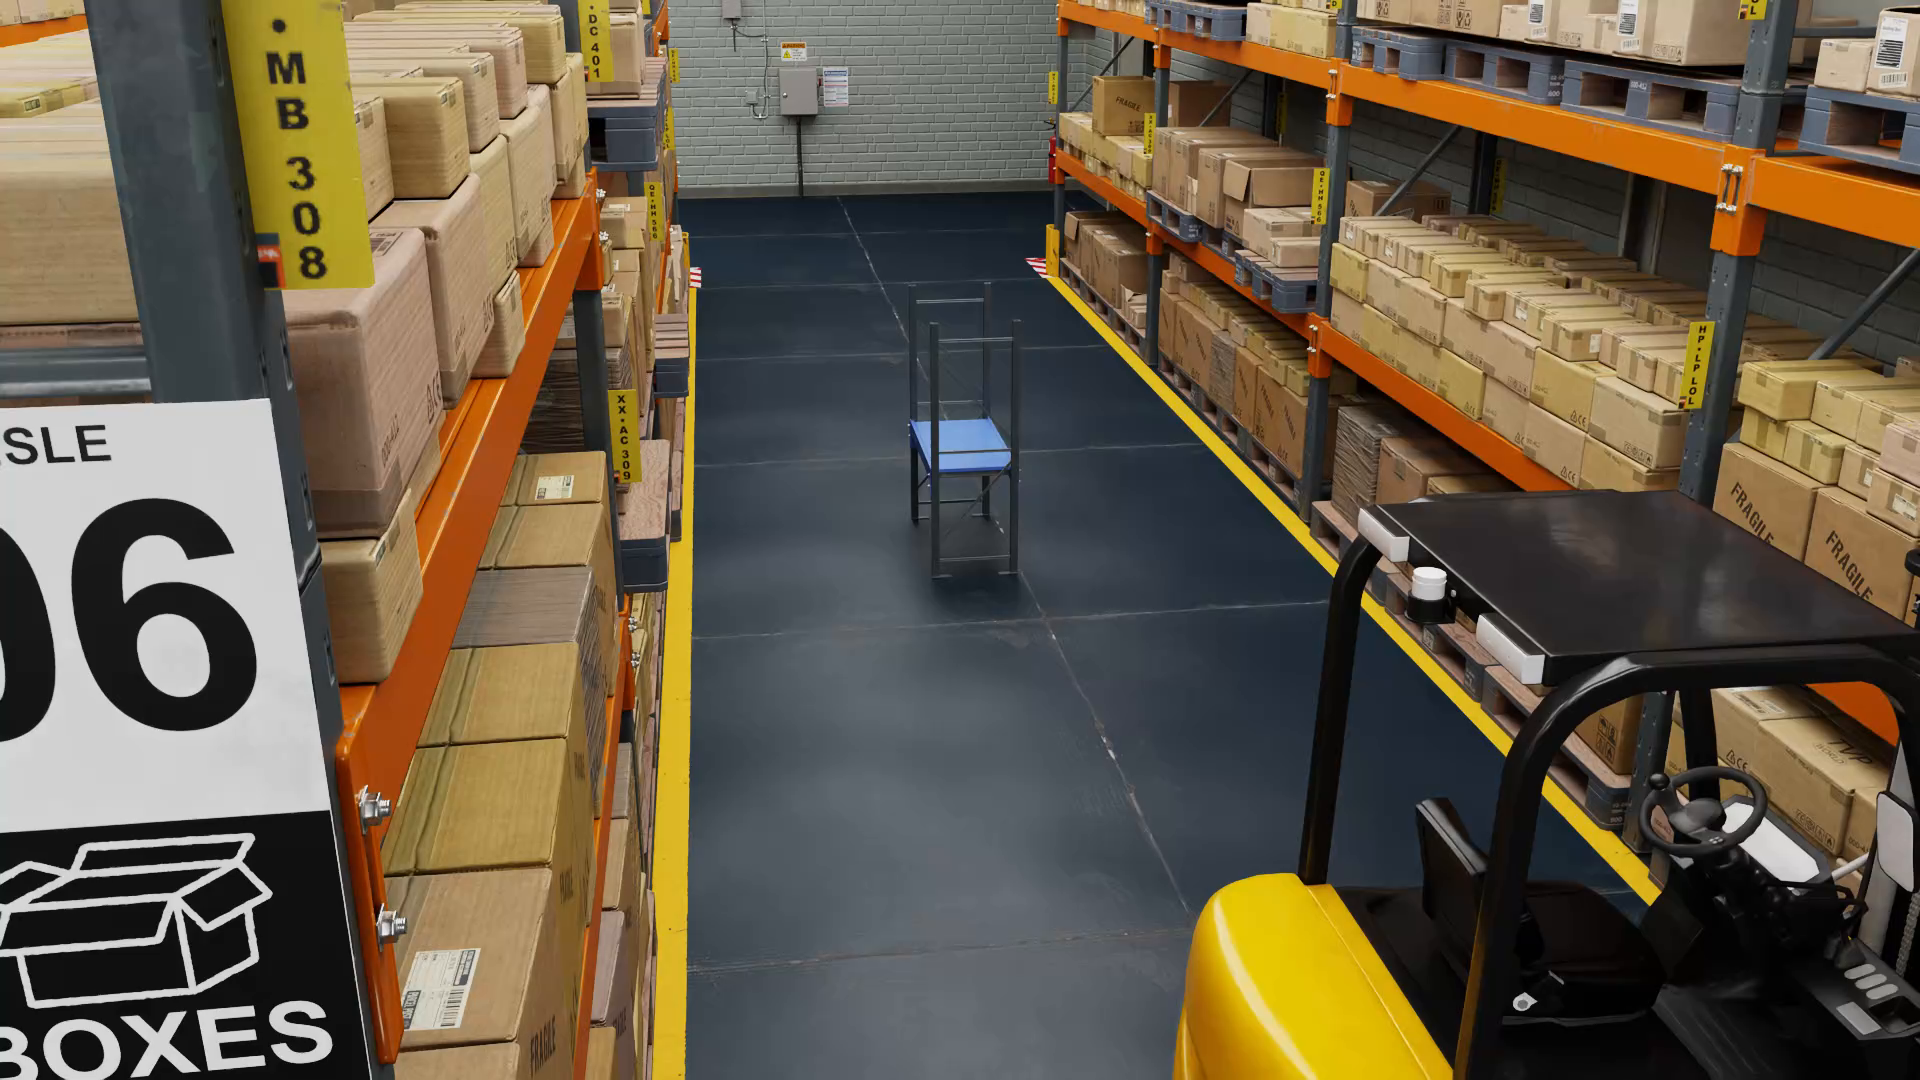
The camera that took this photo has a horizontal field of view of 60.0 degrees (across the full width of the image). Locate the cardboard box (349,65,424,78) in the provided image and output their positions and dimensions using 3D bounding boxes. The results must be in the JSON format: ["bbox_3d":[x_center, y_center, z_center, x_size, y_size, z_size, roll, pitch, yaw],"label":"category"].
[{"bbox_3d":[-1.065,-0.671,2.657,0.380,0.149,0.250,-3,21,-8],"label":"cardboard box"}]

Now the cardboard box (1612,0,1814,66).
[{"bbox_3d":[2.894,-2.010,6.409,0.500,0.311,0.500,-4,21,-9],"label":"cardboard box"}]

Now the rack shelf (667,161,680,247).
[{"bbox_3d":[-3.114,-3.039,15.093,1.077,0.370,4.000,-3,21,-8],"label":"rack shelf"}]

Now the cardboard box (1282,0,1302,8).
[{"bbox_3d":[2.264,-3.449,10.521,0.380,0.149,0.250,-3,21,-8],"label":"cardboard box"}]

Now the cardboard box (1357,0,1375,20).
[{"bbox_3d":[2.412,-2.953,9.140,0.380,0.166,0.250,-3,21,-8],"label":"cardboard box"}]

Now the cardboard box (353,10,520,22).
[{"bbox_3d":[-1.348,-1.295,4.328,0.380,0.149,0.250,-2,21,-6],"label":"cardboard box"}]

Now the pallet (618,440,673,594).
[{"bbox_3d":[-1.638,-0.095,6.459,1.003,0.211,1.213,-3,21,-8],"label":"pallet"}]

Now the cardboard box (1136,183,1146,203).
[{"bbox_3d":[1.731,-3.004,14.331,0.380,0.149,0.250,-2,21,-6],"label":"cardboard box"}]

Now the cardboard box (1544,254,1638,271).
[{"bbox_3d":[3.219,-1.362,8.507,0.380,0.149,0.250,-3,21,-9],"label":"cardboard box"}]

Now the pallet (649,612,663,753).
[{"bbox_3d":[-1.965,0.700,8.040,1.003,0.211,1.213,-3,21,-8],"label":"pallet"}]

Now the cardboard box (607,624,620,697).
[{"bbox_3d":[-1.281,0.386,5.254,0.380,0.149,0.250,-2,21,-7],"label":"cardboard box"}]

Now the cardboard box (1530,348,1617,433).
[{"bbox_3d":[2.834,-0.664,7.206,0.500,0.250,0.500,-3,21,-9],"label":"cardboard box"}]

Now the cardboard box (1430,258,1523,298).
[{"bbox_3d":[2.613,-1.329,8.418,0.380,0.149,0.250,-2,21,-7],"label":"cardboard box"}]

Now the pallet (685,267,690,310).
[{"bbox_3d":[-3.209,-2.489,16.578,1.003,0.211,1.213,-3,21,-8],"label":"pallet"}]

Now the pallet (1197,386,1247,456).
[{"bbox_3d":[2.420,-0.925,12.393,1.003,0.211,1.213,-3,21,-8],"label":"pallet"}]

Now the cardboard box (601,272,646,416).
[{"bbox_3d":[-1.586,-0.818,6.952,0.500,0.500,0.500,-3,21,-8],"label":"cardboard box"}]

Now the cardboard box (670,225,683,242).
[{"bbox_3d":[-3.208,-2.841,16.598,0.875,0.438,0.875,-4,21,-10],"label":"cardboard box"}]

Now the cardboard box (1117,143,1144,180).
[{"bbox_3d":[1.684,-3.341,14.663,0.500,0.250,0.500,-3,21,-8],"label":"cardboard box"}]

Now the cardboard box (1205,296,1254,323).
[{"bbox_3d":[2.091,-1.764,12.697,0.380,0.149,0.250,-3,21,-8],"label":"cardboard box"}]

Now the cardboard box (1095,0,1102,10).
[{"bbox_3d":[1.450,-4.950,15.253,0.380,0.149,0.250,-3,21,-8],"label":"cardboard box"}]

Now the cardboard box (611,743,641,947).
[{"bbox_3d":[-1.321,1.018,5.461,0.500,0.500,0.500,-3,21,-9],"label":"cardboard box"}]

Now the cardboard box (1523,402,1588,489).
[{"bbox_3d":[2.830,-0.430,7.294,0.500,0.250,0.500,-3,21,-8],"label":"cardboard box"}]

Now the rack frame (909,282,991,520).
[{"bbox_3d":[-0.061,-0.849,10.346,0.500,1.500,0.032,-3,21,-8],"label":"rack frame"}]

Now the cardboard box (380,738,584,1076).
[{"bbox_3d":[-1.042,0.752,3.348,0.500,0.500,0.500,-3,21,-9],"label":"cardboard box"}]

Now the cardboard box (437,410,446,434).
[{"bbox_3d":[-1.013,-0.212,2.567,0.380,0.149,0.250,-3,21,-8],"label":"cardboard box"}]

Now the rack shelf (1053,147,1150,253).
[{"bbox_3d":[1.798,-3.290,15.767,1.077,0.370,4.000,-3,21,-8],"label":"rack shelf"}]

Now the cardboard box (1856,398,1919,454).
[{"bbox_3d":[3.164,-0.356,5.387,0.380,0.149,0.250,-3,21,-9],"label":"cardboard box"}]

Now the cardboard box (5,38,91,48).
[{"bbox_3d":[-1.644,-0.915,3.311,0.380,0.149,0.250,-3,21,-7],"label":"cardboard box"}]

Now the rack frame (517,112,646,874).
[{"bbox_3d":[-1.672,0.087,5.697,1.000,3.000,0.127,-3,21,-8],"label":"rack frame"}]

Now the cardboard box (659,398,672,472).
[{"bbox_3d":[-2.266,-0.743,10.355,0.875,0.875,0.875,-3,21,-8],"label":"cardboard box"}]

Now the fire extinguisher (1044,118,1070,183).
[{"bbox_3d":[1.031,-4.137,17.648,0.296,0.674,0.183,-3,21,-8],"label":"fire extinguisher"}]

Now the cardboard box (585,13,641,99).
[{"bbox_3d":[-1.360,-1.668,5.721,0.500,0.250,0.500,-3,21,-9],"label":"cardboard box"}]

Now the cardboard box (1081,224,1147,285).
[{"bbox_3d":[1.588,-2.831,16.481,0.700,0.500,0.500,-2,21,-6],"label":"cardboard box"}]

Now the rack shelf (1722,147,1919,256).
[{"bbox_3d":[3.527,-0.541,4.118,1.077,0.370,4.000,-3,21,-8],"label":"rack shelf"}]

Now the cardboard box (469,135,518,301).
[{"bbox_3d":[-1.066,-0.543,2.884,0.500,0.250,0.500,-2,21,-6],"label":"cardboard box"}]

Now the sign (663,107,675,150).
[{"bbox_3d":[-2.290,-3.219,13.007,0.100,0.325,0.005,-3,21,-8],"label":"sign"}]

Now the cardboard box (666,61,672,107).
[{"bbox_3d":[-2.993,-4.249,15.734,0.500,0.500,0.500,-3,21,-8],"label":"cardboard box"}]

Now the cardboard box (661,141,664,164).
[{"bbox_3d":[-2.513,-3.056,12.541,0.500,0.500,0.500,-2,21,-6],"label":"cardboard box"}]

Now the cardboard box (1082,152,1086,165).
[{"bbox_3d":[1.416,-3.809,16.486,0.380,0.149,0.250,-2,21,-6],"label":"cardboard box"}]

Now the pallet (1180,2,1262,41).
[{"bbox_3d":[2.263,-3.664,11.720,1.213,0.211,1.003,-3,21,-8],"label":"pallet"}]

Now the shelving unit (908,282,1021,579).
[{"bbox_3d":[0.012,-0.673,9.875,0.538,1.500,1.048,-3,21,-8],"label":"shelving unit"}]

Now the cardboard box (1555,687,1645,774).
[{"bbox_3d":[3.153,0.571,7.195,0.875,0.625,0.625,-2,21,-5],"label":"cardboard box"}]

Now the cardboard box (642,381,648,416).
[{"bbox_3d":[-1.600,-0.652,7.435,0.380,0.149,0.250,-2,21,-6],"label":"cardboard box"}]

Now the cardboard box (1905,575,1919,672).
[{"bbox_3d":[3.210,0.310,4.957,0.500,0.500,0.500,-3,21,-8],"label":"cardboard box"}]

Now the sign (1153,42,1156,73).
[{"bbox_3d":[2.061,-5.031,17.293,0.100,0.325,0.005,-3,21,-8],"label":"sign"}]

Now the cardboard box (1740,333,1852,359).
[{"bbox_3d":[3.414,-0.744,6.850,0.380,0.149,0.250,-4,21,-10],"label":"cardboard box"}]

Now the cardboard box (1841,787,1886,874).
[{"bbox_3d":[3.145,0.990,5.178,0.500,0.250,0.500,-2,21,-6],"label":"cardboard box"}]

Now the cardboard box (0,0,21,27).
[{"bbox_3d":[-7.596,-4.080,12.780,0.500,0.250,0.500,-3,21,-9],"label":"cardboard box"}]

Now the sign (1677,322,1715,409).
[{"bbox_3d":[2.704,-0.640,6.100,0.100,0.325,0.005,-3,21,-8],"label":"sign"}]

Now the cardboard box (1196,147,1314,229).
[{"bbox_3d":[2.122,-2.549,12.010,0.700,0.500,0.500,-3,21,-8],"label":"cardboard box"}]

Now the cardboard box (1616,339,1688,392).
[{"bbox_3d":[2.915,-0.711,6.763,0.380,0.149,0.250,-3,21,-9],"label":"cardboard box"}]

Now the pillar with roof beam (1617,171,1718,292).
[{"bbox_3d":[-0.518,-3.737,7.361,9.100,9.000,0.400,-3,21,-8],"label":"pillar with roof beam"}]

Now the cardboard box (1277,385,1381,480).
[{"bbox_3d":[2.389,-0.711,10.806,0.500,0.500,0.500,-2,21,-6],"label":"cardboard box"}]

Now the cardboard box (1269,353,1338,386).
[{"bbox_3d":[2.271,-1.131,11.002,0.380,0.149,0.250,-4,21,-11],"label":"cardboard box"}]
